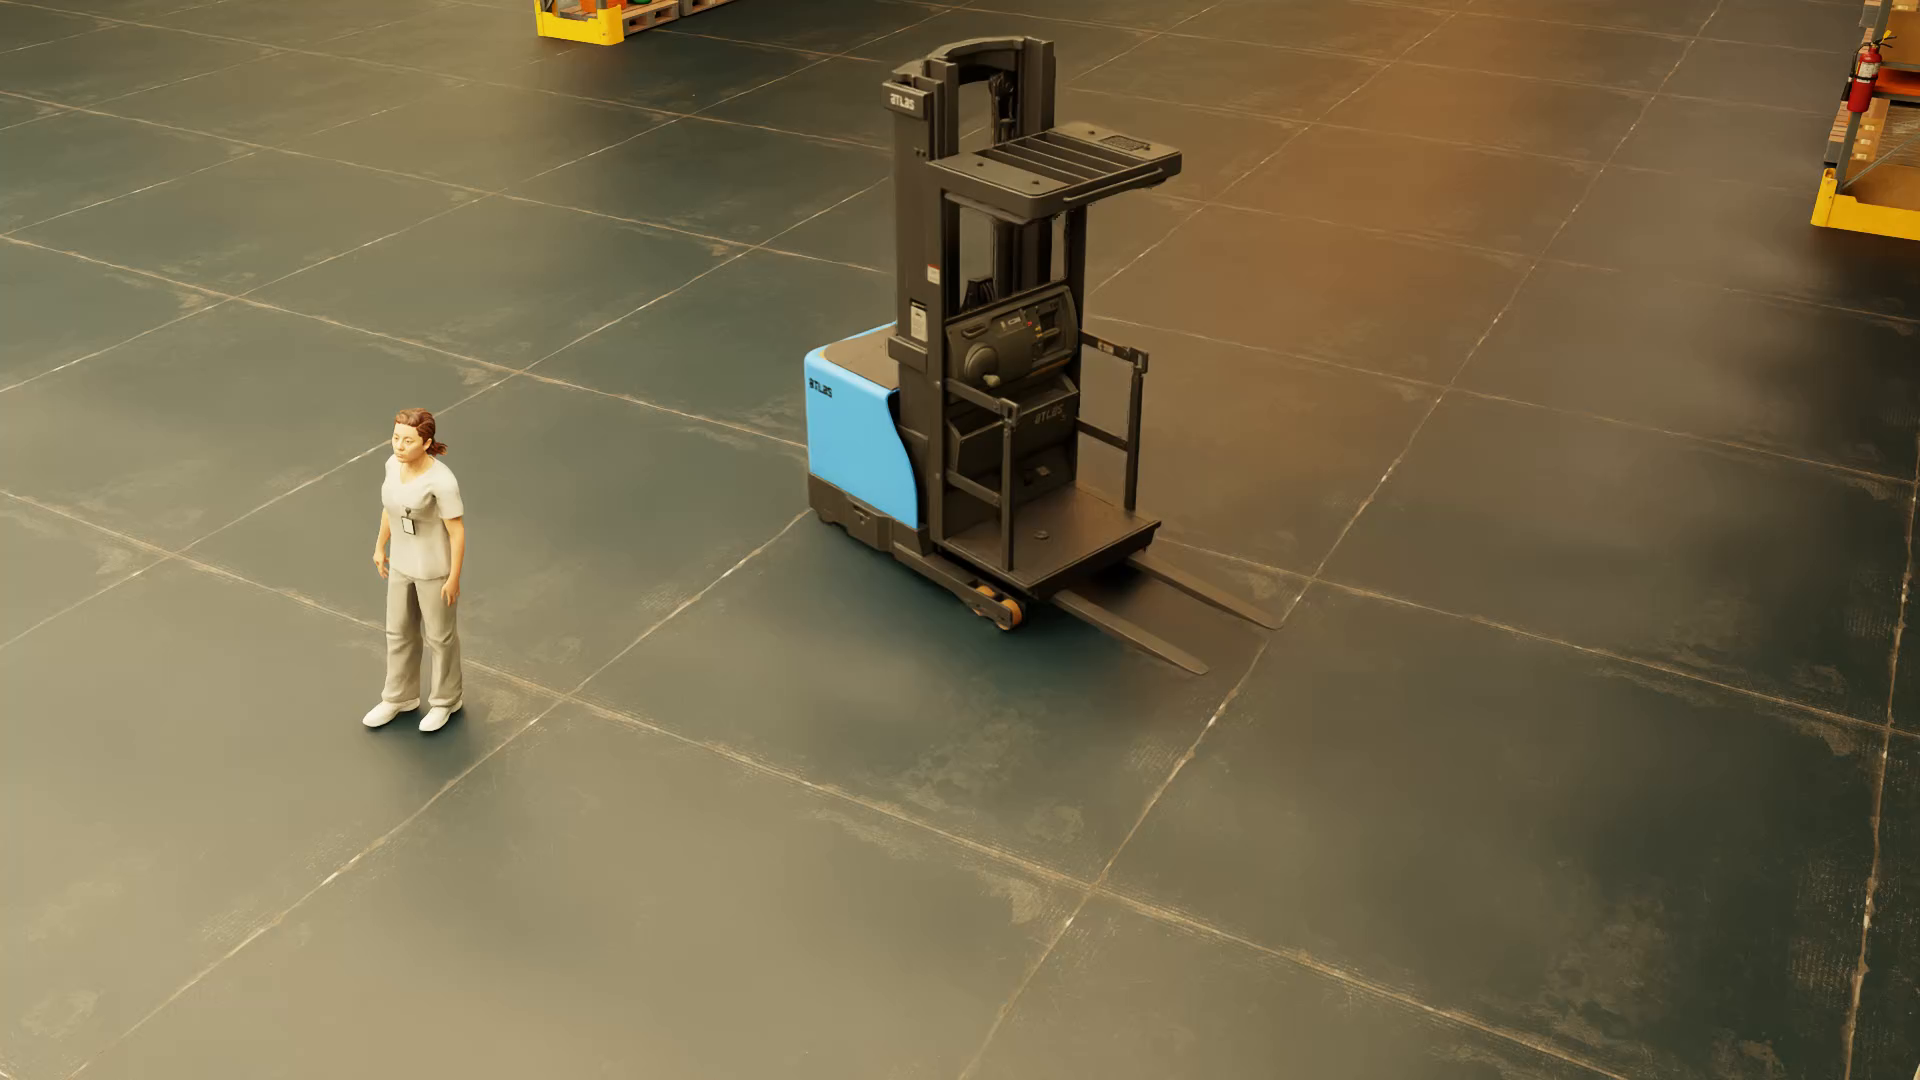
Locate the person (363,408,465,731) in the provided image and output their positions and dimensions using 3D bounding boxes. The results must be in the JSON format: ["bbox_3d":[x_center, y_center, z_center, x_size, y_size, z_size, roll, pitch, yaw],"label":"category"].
[{"bbox_3d":[-2.642,0.164,8.028,0.550,1.676,0.550,16,34,25],"label":"person"}]

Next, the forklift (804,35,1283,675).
[{"bbox_3d":[0.435,-1.065,8.916,1.130,2.935,3.031,-25,38,-36],"label":"forklift"}]
